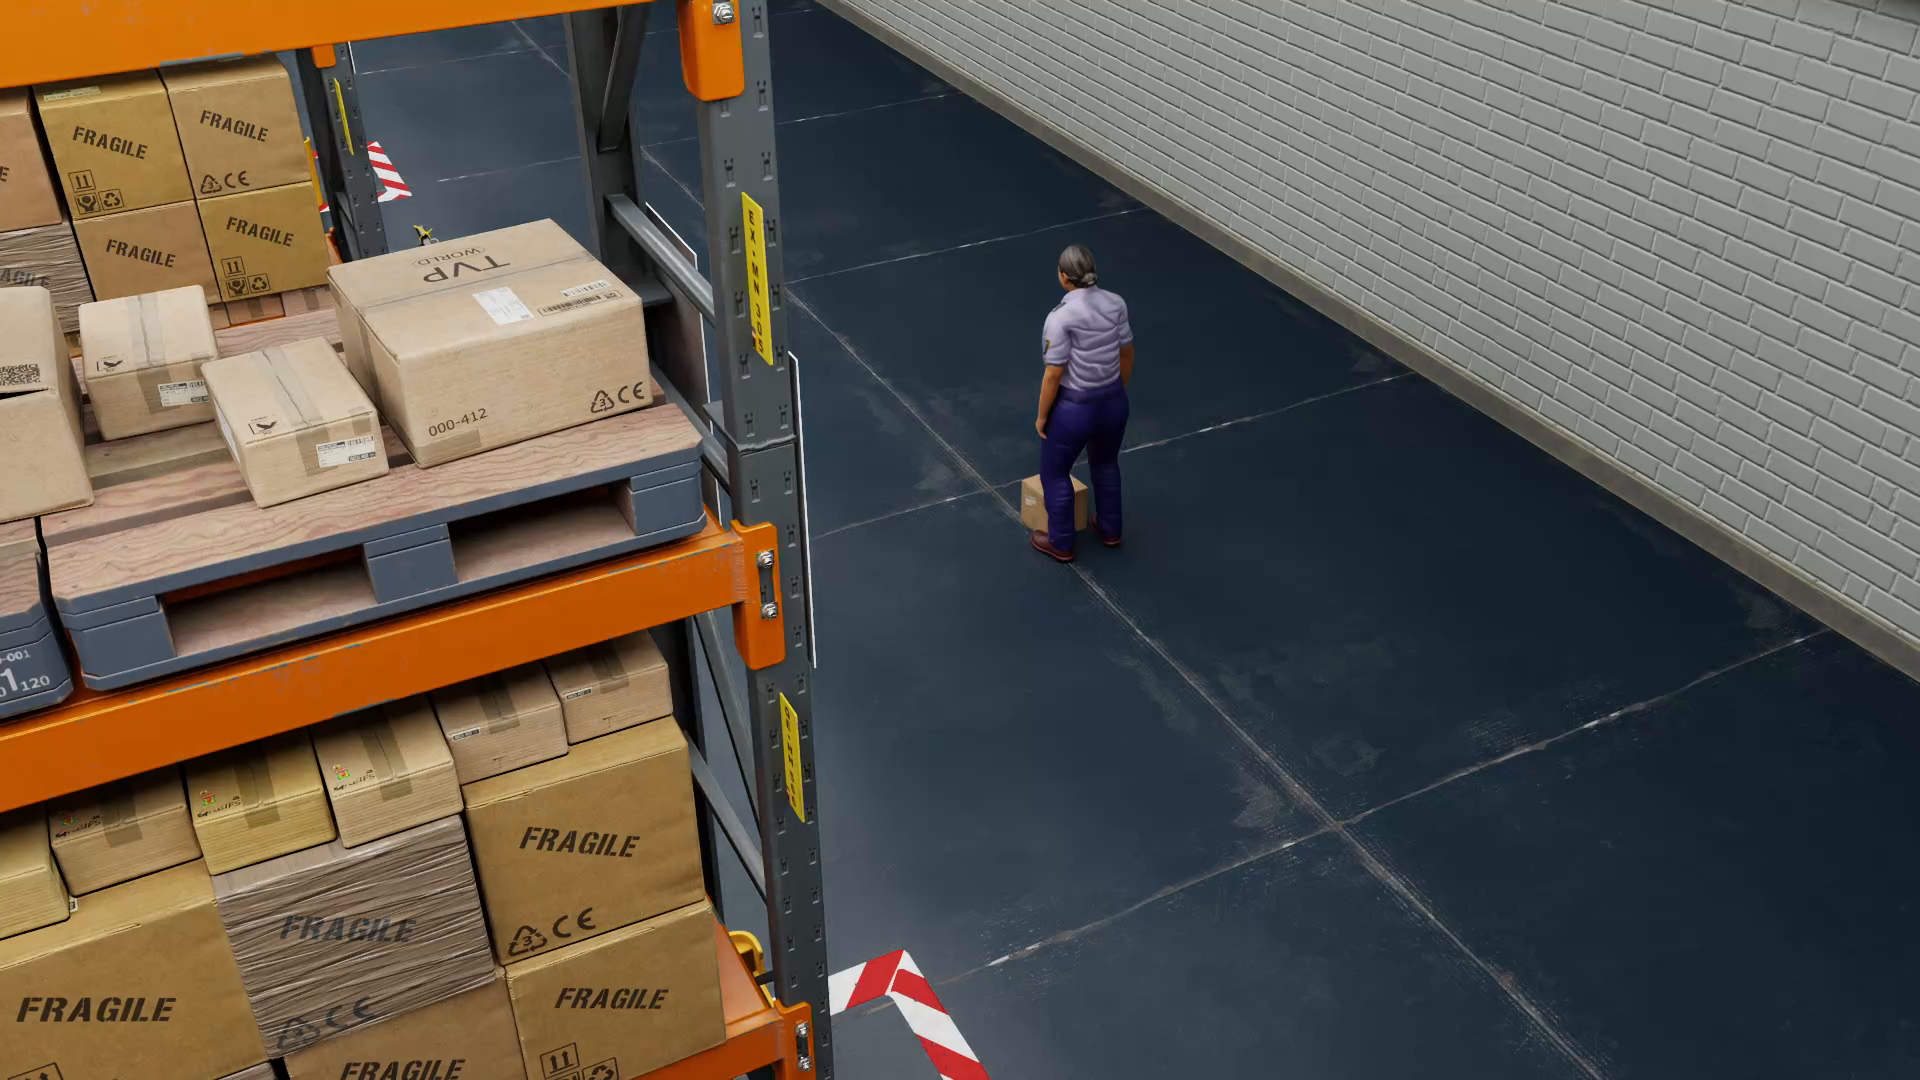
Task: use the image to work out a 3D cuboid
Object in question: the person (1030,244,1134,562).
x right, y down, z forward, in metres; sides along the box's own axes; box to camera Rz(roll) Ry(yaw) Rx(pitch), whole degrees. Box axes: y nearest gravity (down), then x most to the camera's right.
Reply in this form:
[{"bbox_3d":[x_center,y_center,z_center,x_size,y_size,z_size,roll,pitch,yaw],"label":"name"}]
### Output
[{"bbox_3d":[0.610,-0.659,8.153,0.553,1.650,0.374,-18,37,-25],"label":"person"}]
